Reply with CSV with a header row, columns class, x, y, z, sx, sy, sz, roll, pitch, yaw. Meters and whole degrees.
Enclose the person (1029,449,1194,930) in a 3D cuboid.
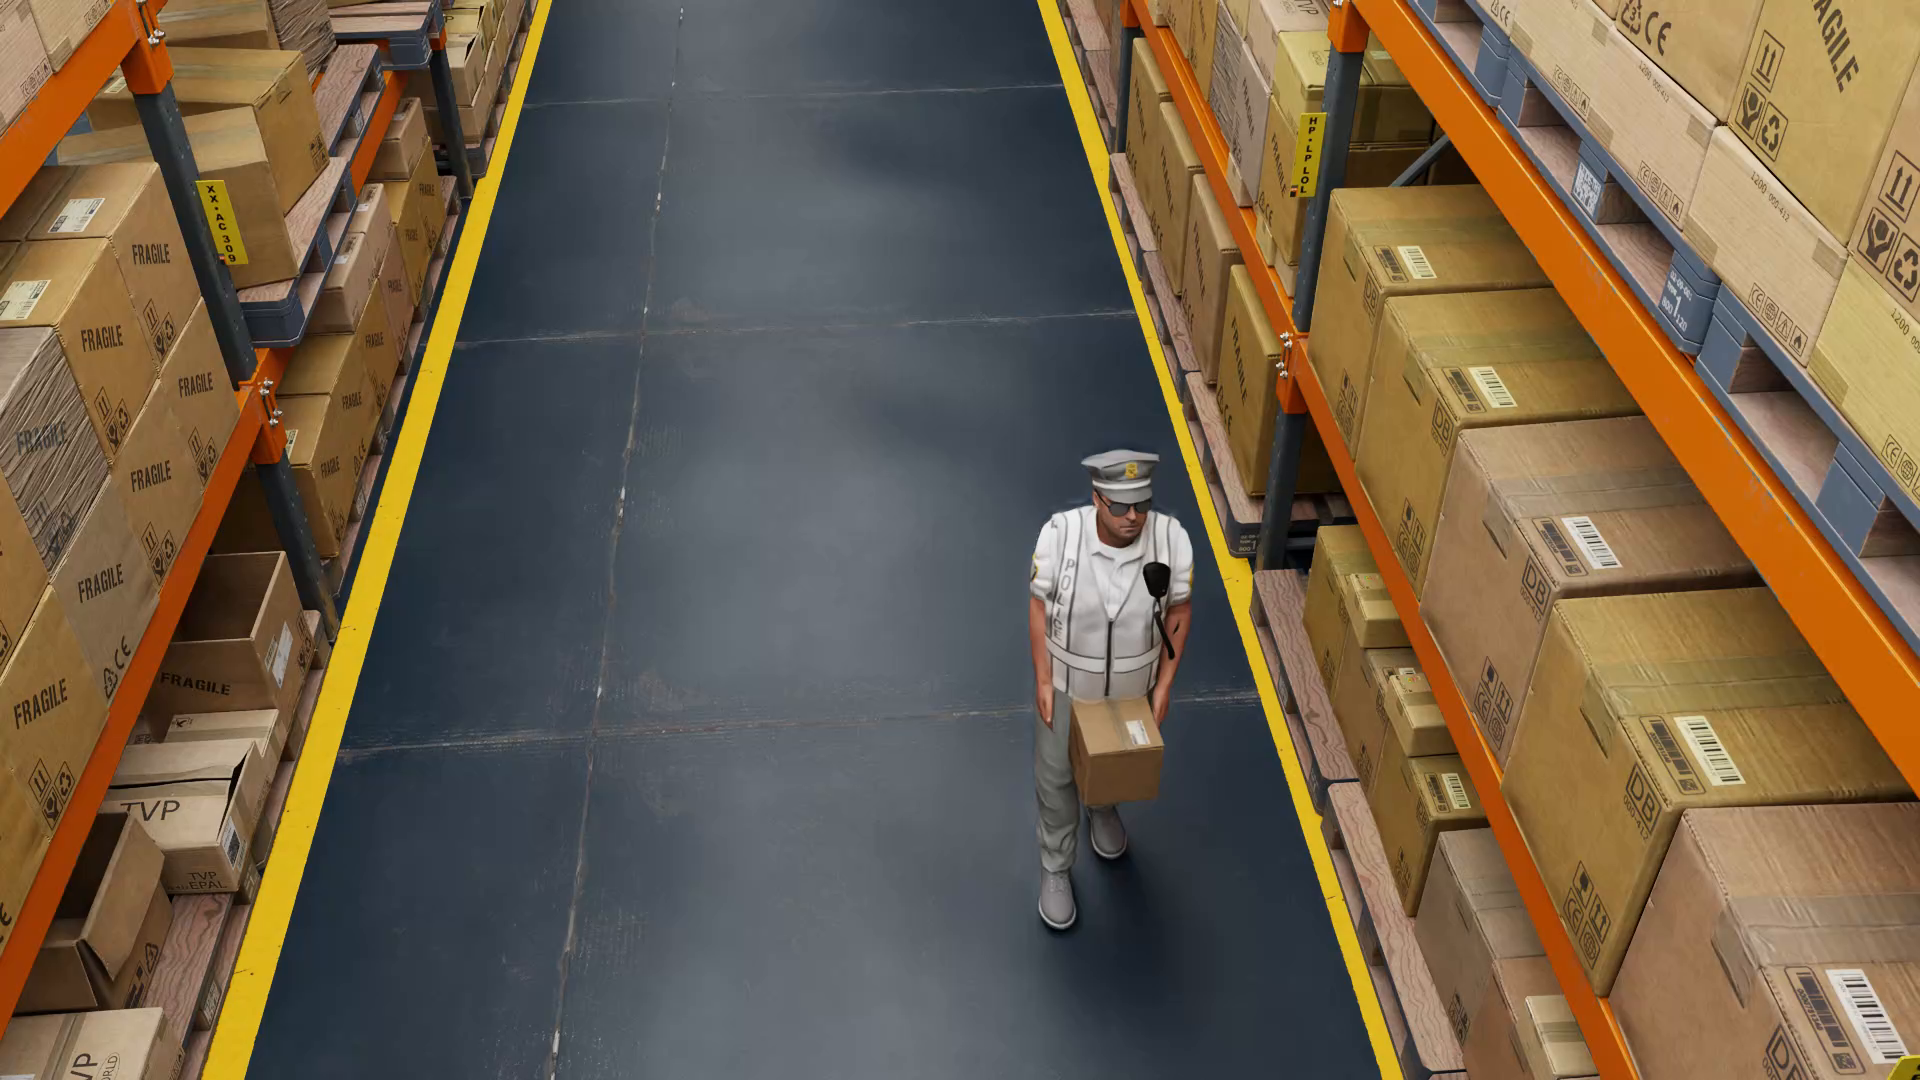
class,x,y,z,sx,sy,sz,roll,pitch,yaw
person,0.501,0.480,5.510,0.536,1.777,0.634,-3,39,-4
